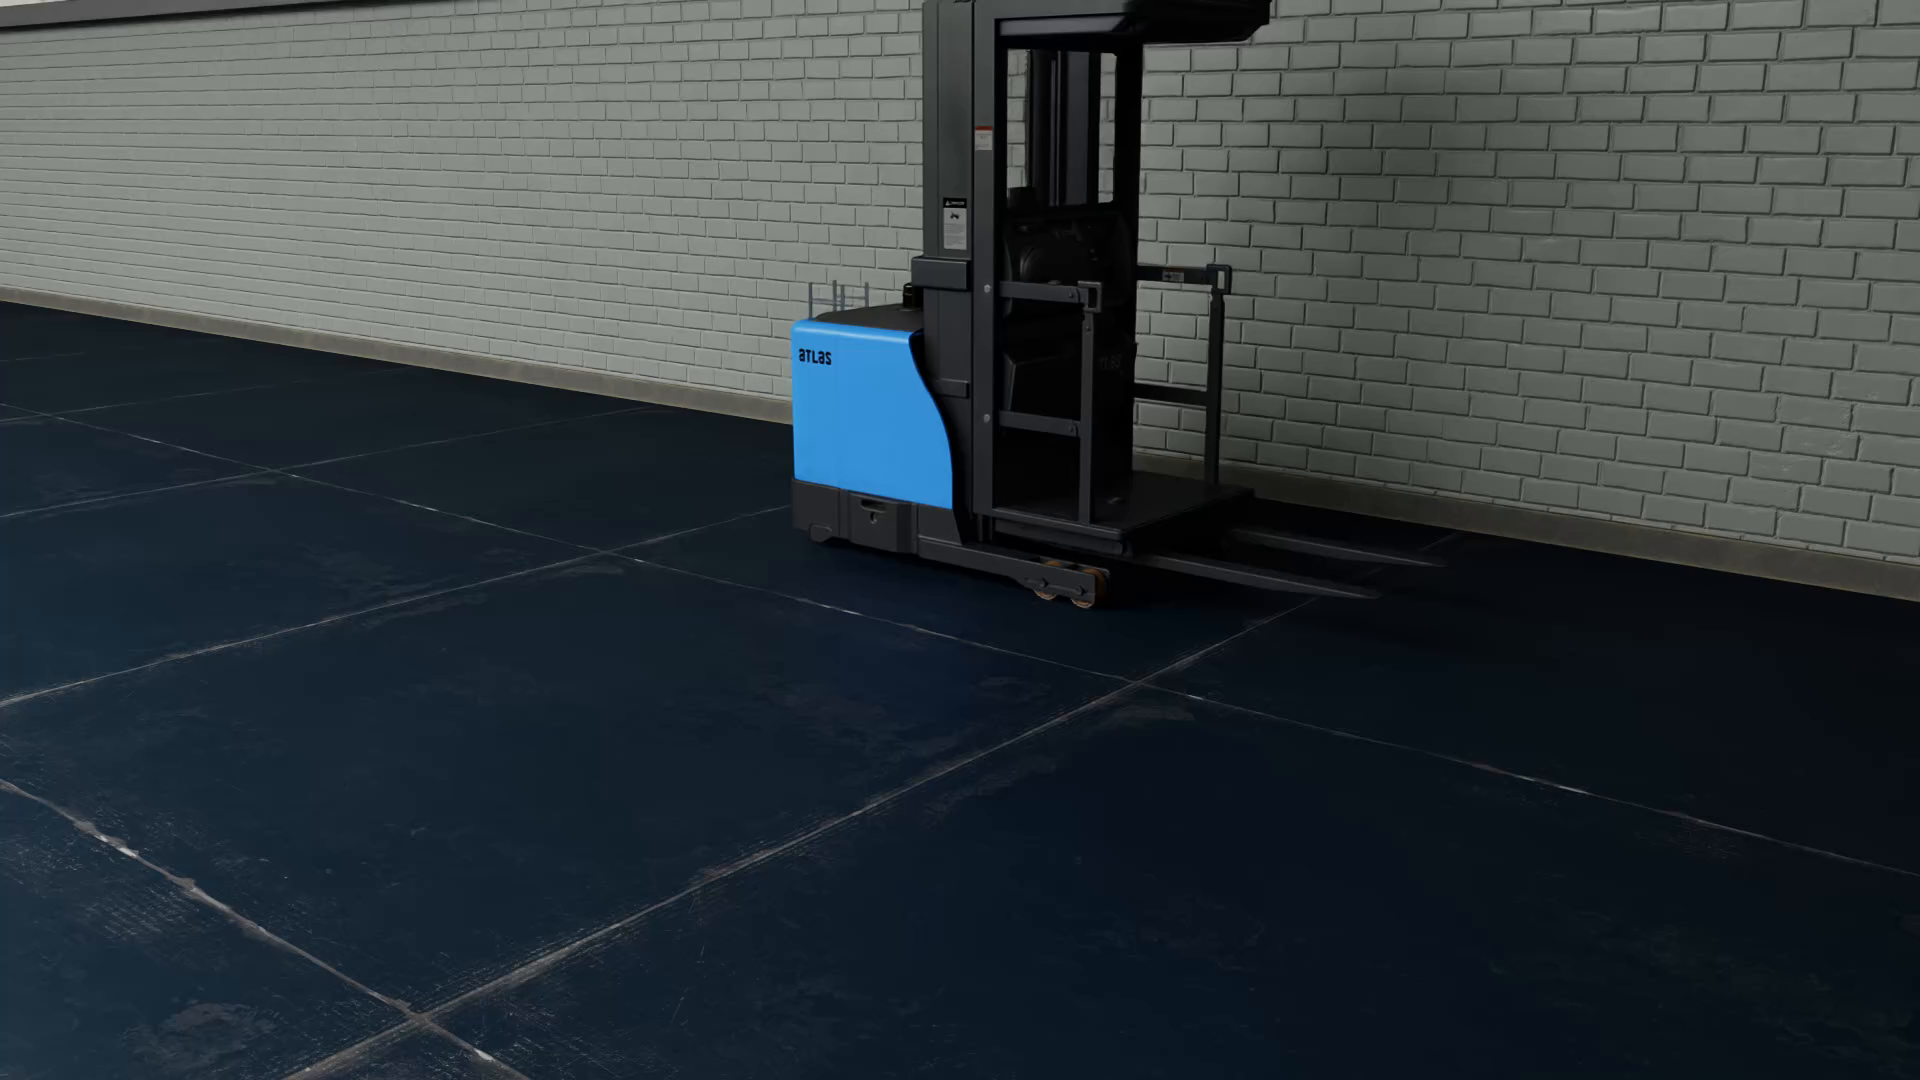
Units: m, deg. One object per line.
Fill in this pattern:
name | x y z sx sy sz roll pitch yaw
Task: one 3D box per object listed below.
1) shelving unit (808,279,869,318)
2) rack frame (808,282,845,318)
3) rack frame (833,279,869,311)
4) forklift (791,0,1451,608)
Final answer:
shelving unit | -0.610 -0.710 8.482 0.258 1.200 0.189 11 18 37
rack frame | -0.666 -0.693 8.413 0.240 1.200 0.006 11 18 37
rack frame | -0.553 -0.728 8.552 0.240 1.200 0.006 11 18 37
forklift | 0.640 -1.280 7.211 3.031 2.935 1.130 12 18 38
